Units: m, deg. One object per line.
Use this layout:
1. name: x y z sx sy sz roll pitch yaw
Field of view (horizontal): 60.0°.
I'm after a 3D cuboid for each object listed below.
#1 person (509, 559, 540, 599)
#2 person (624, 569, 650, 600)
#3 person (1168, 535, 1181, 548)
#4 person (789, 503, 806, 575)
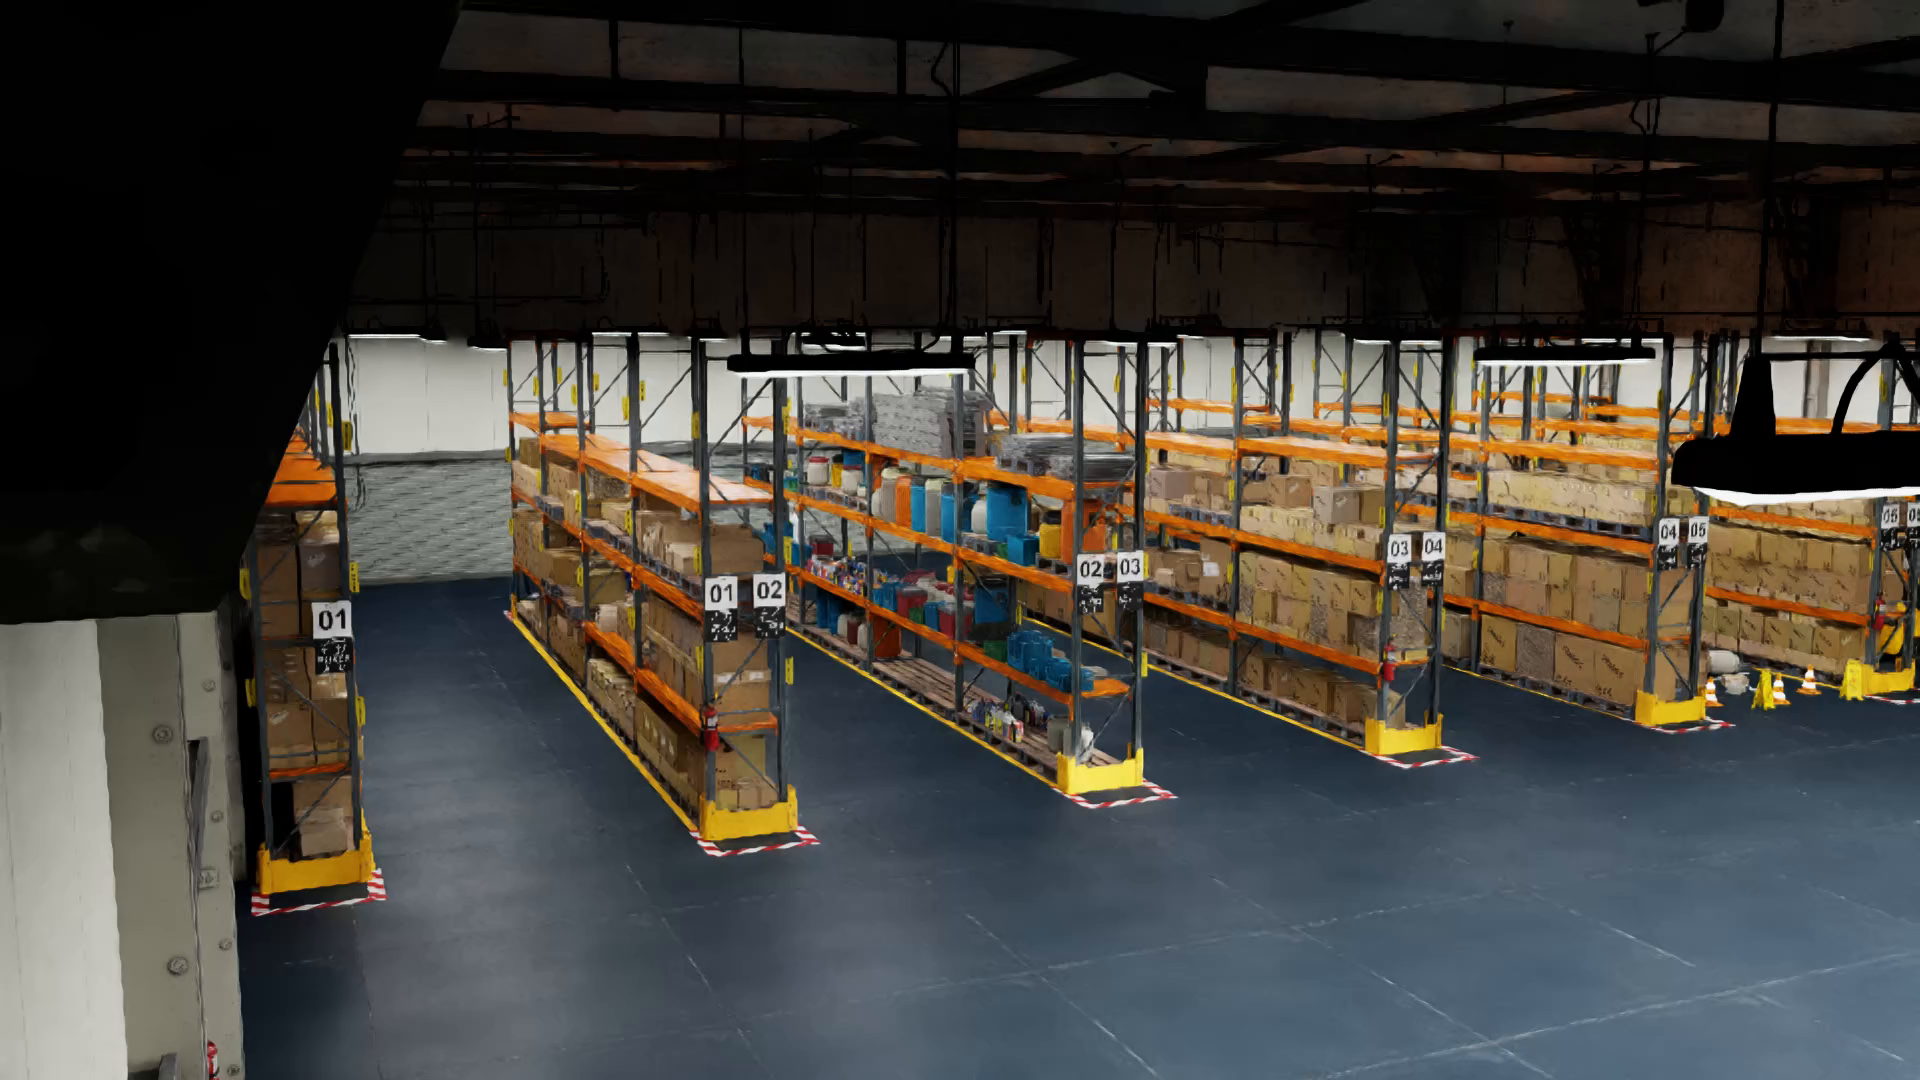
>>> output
1. person: -9.733 0.511 36.964 0.530 1.584 0.636 2 8 13
2. person: -6.438 1.081 32.918 0.592 1.590 0.518 -4 9 -25
3. person: 5.657 -0.465 44.238 0.473 1.589 0.501 2 8 16
4. person: -4.044 -0.012 40.211 0.537 1.769 0.782 4 9 27
